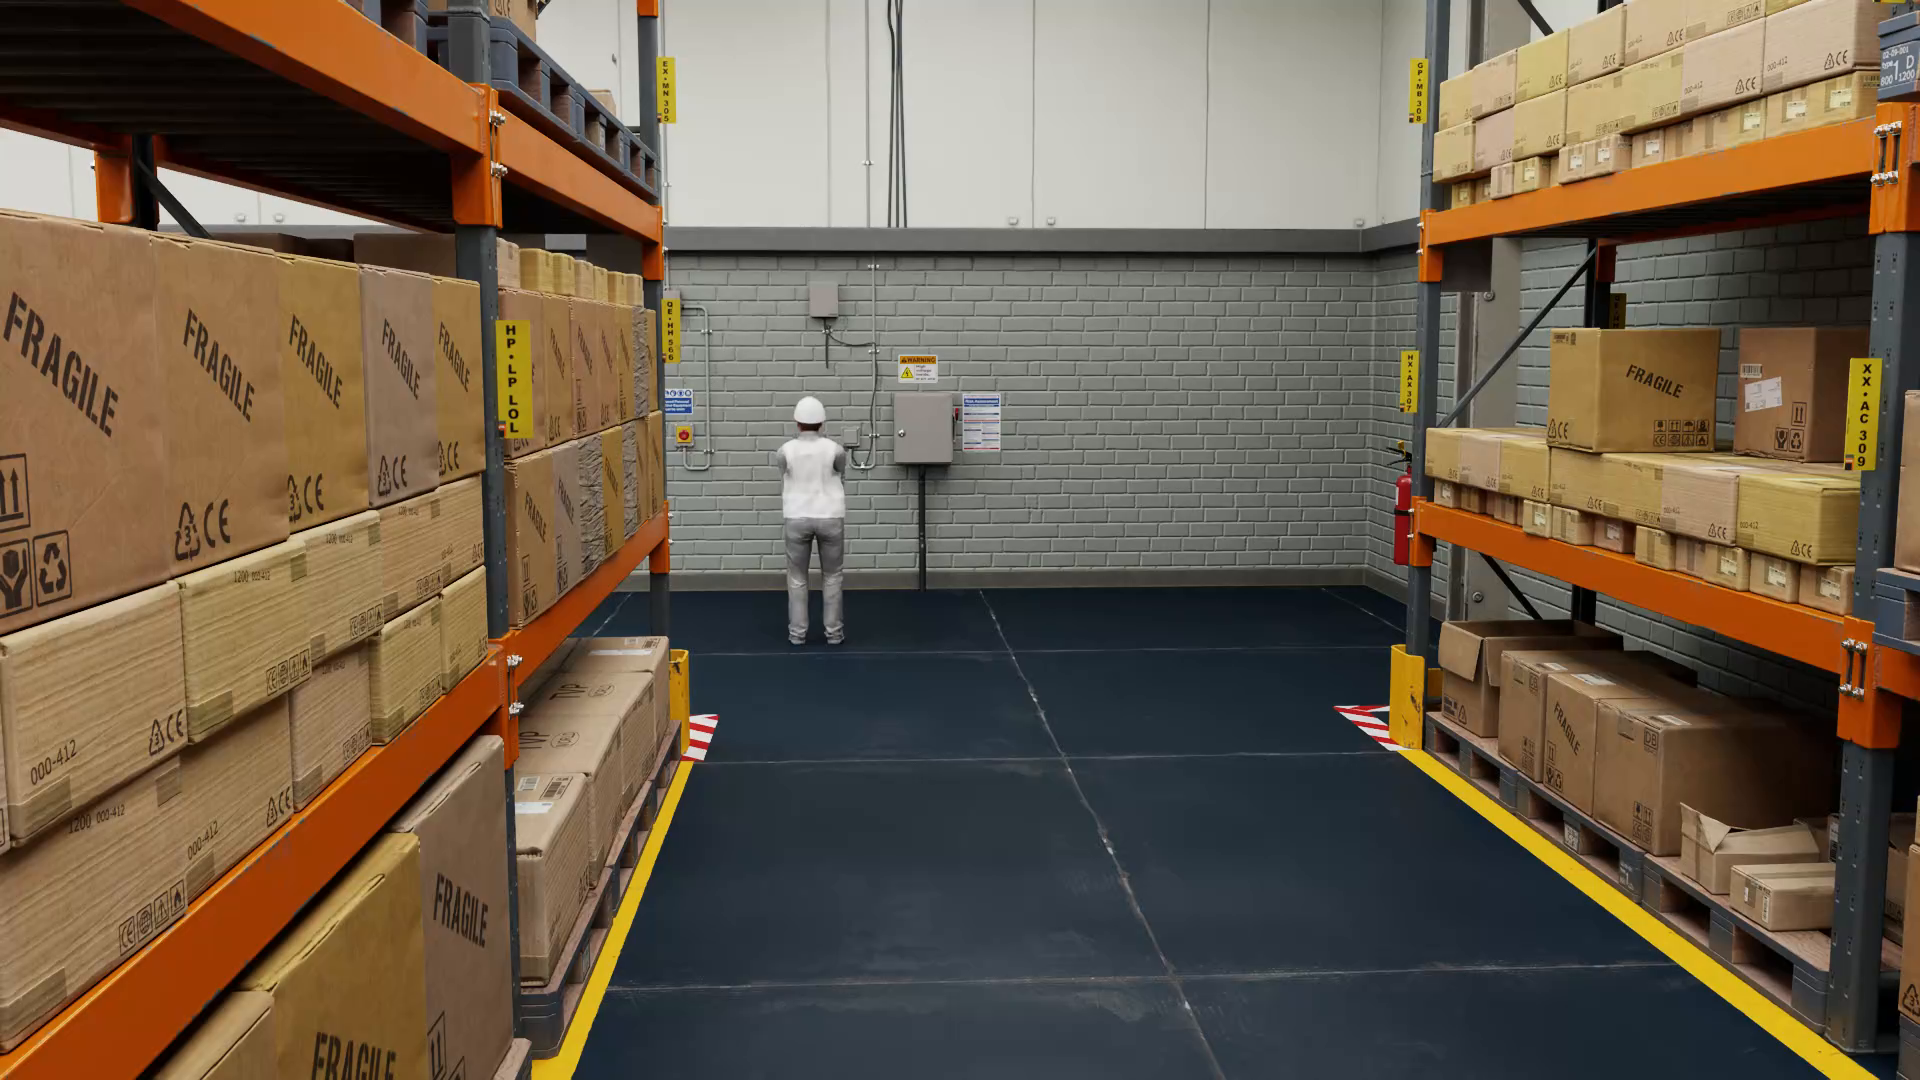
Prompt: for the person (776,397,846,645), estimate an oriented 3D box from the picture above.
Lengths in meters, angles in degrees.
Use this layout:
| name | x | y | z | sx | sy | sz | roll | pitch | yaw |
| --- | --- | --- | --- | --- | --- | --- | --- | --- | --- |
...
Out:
| name | x | y | z | sx | sy | sz | roll | pitch | yaw |
| --- | --- | --- | --- | --- | --- | --- | --- | --- | --- |
| person | -1.058 | -0.150 | 11.925 | 0.494 | 1.762 | 0.558 | 0 | 7 | -3 |
